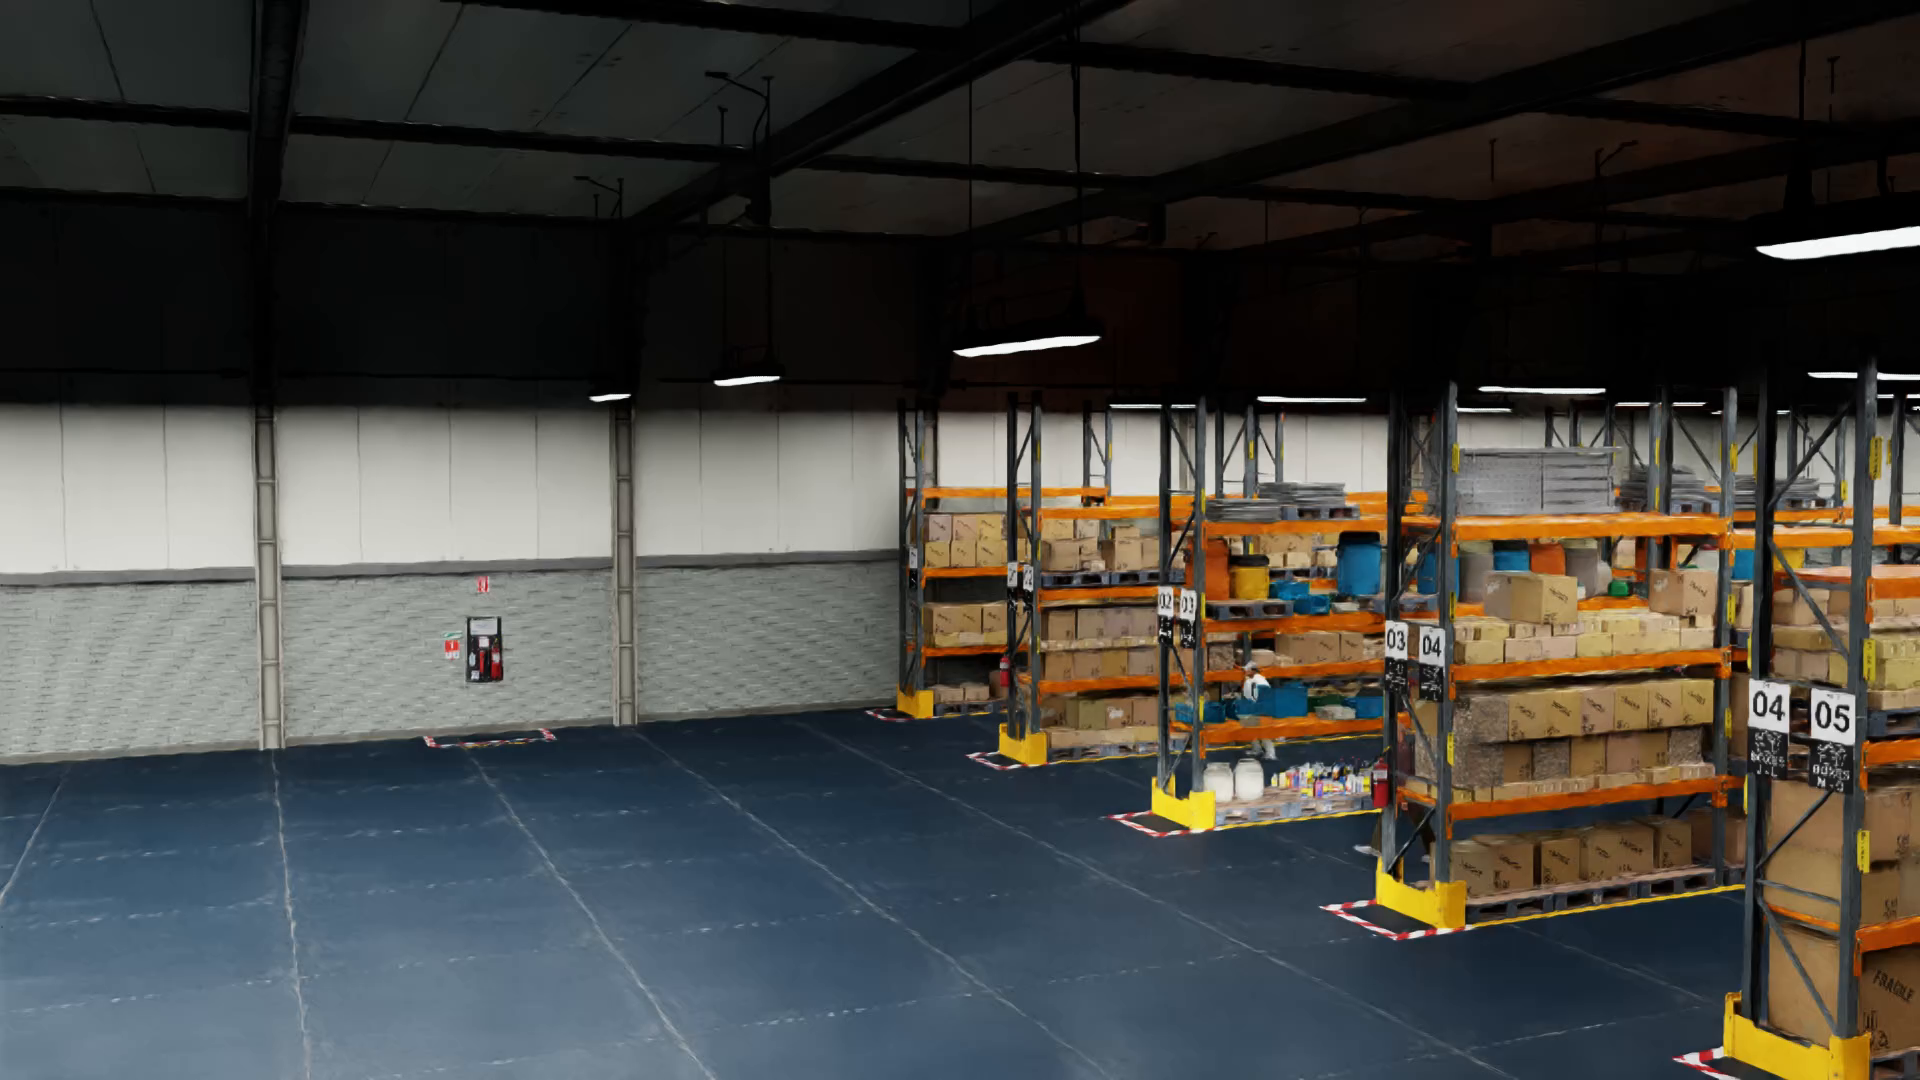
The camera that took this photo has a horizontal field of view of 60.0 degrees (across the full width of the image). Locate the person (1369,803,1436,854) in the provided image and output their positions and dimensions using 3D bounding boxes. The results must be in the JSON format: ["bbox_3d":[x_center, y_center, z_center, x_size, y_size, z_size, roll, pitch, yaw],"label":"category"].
[{"bbox_3d":[5.514,3.409,20.535,0.842,0.979,0.435,0,3,0],"label":"person"}]

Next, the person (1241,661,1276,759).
[{"bbox_3d":[4.854,2.773,27.220,0.582,1.611,0.625,-2,4,-25],"label":"person"}]

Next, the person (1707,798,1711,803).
[{"bbox_3d":[11.078,3.101,23.752,0.948,1.323,0.338,-2,4,-25],"label":"person"}]
